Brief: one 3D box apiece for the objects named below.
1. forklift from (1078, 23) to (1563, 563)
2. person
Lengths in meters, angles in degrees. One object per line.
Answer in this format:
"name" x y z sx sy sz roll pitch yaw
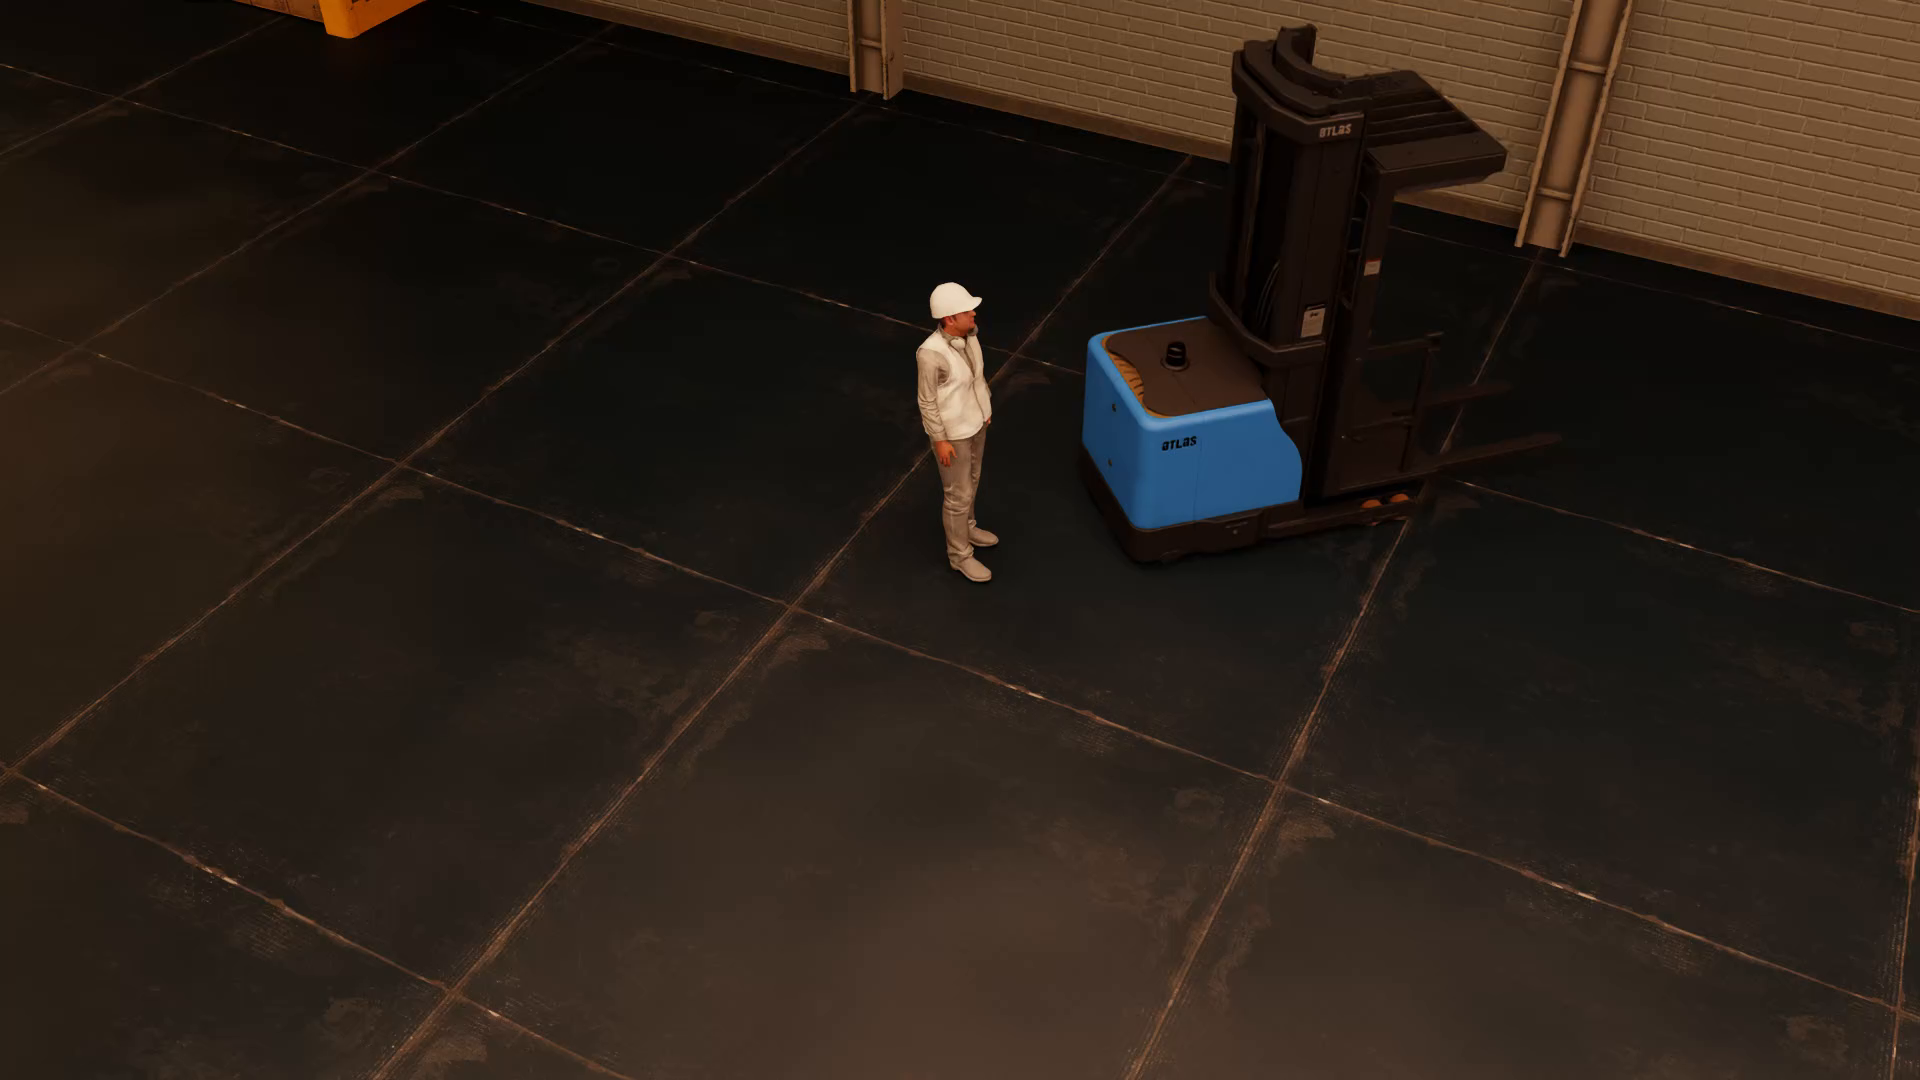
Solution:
"forklift" 2.334 -1.524 9.796 3.031 2.935 1.130 -11 41 -13
"person" 0.052 -0.659 9.660 0.567 1.768 0.632 18 43 21
